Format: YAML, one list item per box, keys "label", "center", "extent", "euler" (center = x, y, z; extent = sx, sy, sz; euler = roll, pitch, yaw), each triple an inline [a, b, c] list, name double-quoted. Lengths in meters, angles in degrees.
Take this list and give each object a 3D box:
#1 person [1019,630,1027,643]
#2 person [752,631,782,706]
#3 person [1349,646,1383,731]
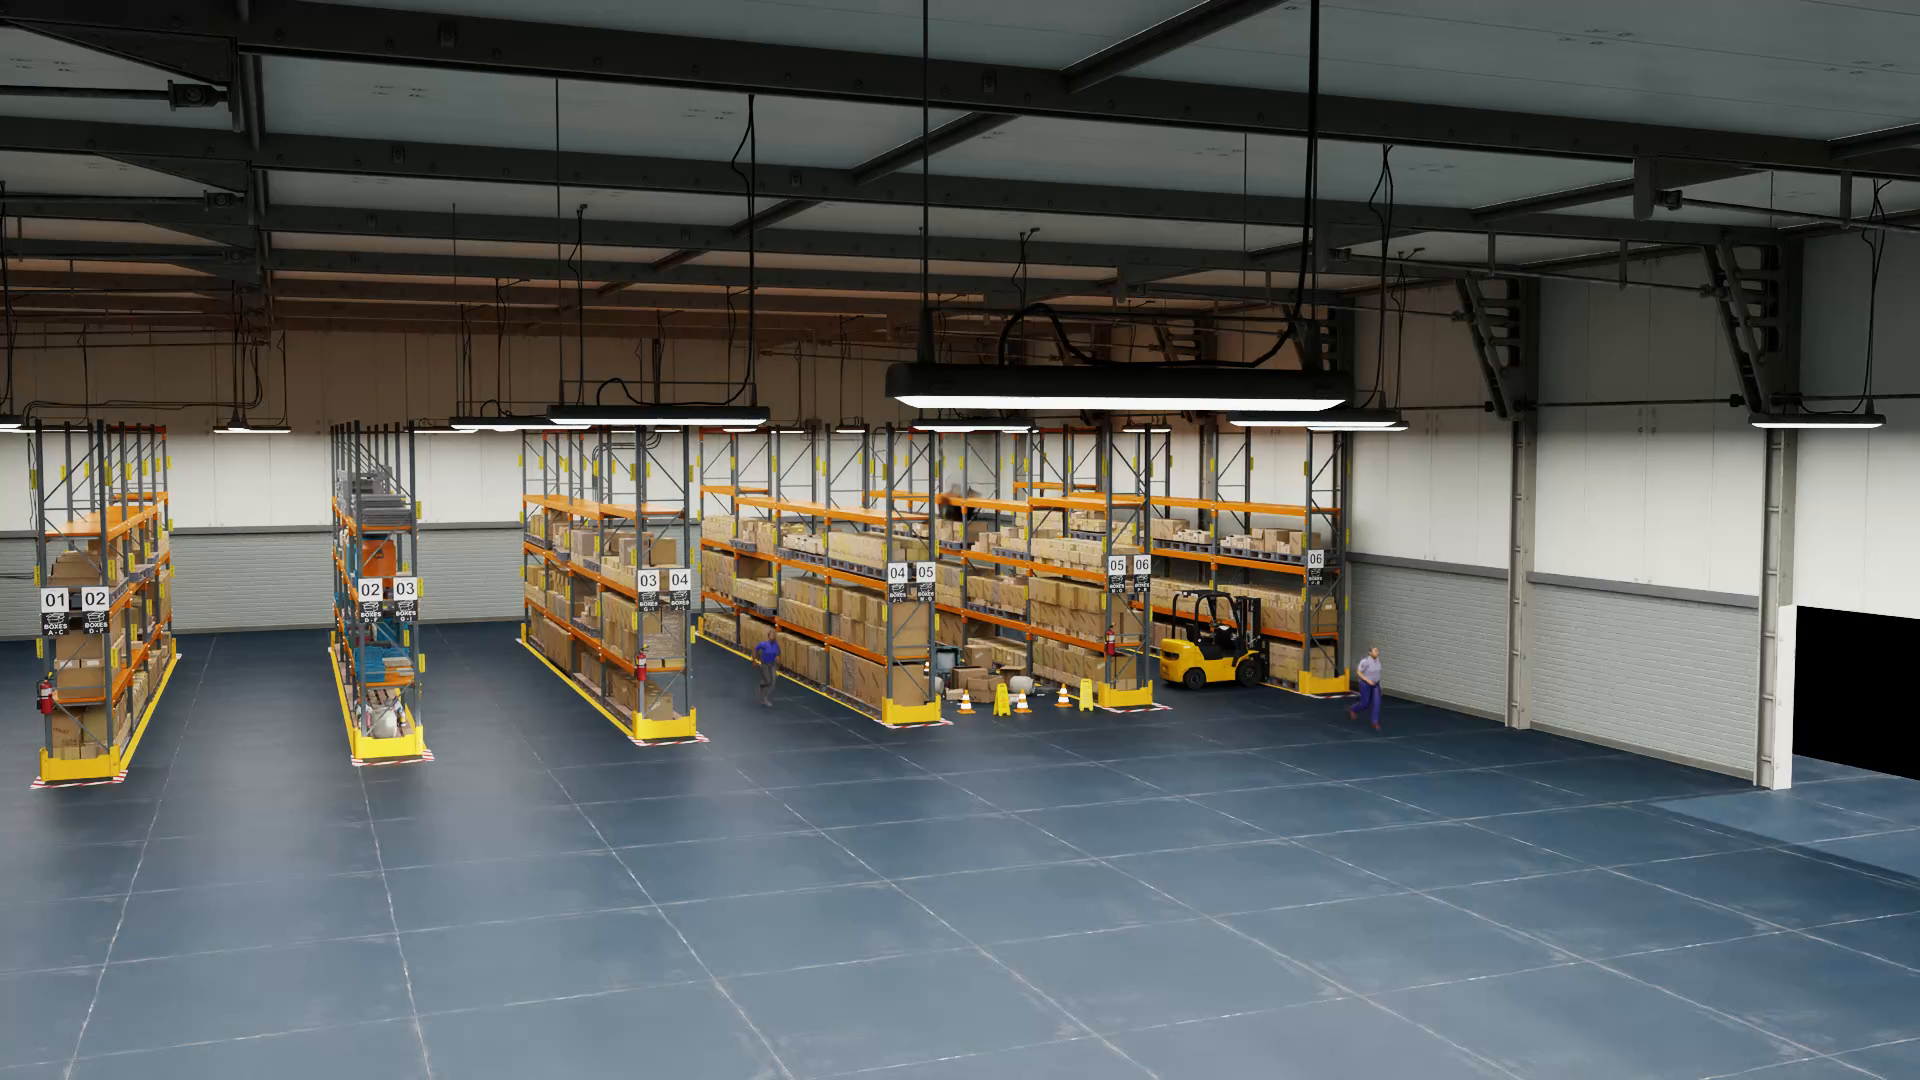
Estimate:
- label: "person"
  center: [1.714, 2.035, 44.941]
  extent: [0.626, 1.829, 0.754]
  euler: [-2, 4, -23]
- label: "person"
  center: [-4.070, 2.731, 35.354]
  extent: [0.615, 1.606, 0.643]
  euler: [-2, 4, -34]
- label: "person"
  center: [8.027, 2.890, 32.673]
  extent: [0.630, 1.630, 0.862]
  euler: [-2, 4, -33]
